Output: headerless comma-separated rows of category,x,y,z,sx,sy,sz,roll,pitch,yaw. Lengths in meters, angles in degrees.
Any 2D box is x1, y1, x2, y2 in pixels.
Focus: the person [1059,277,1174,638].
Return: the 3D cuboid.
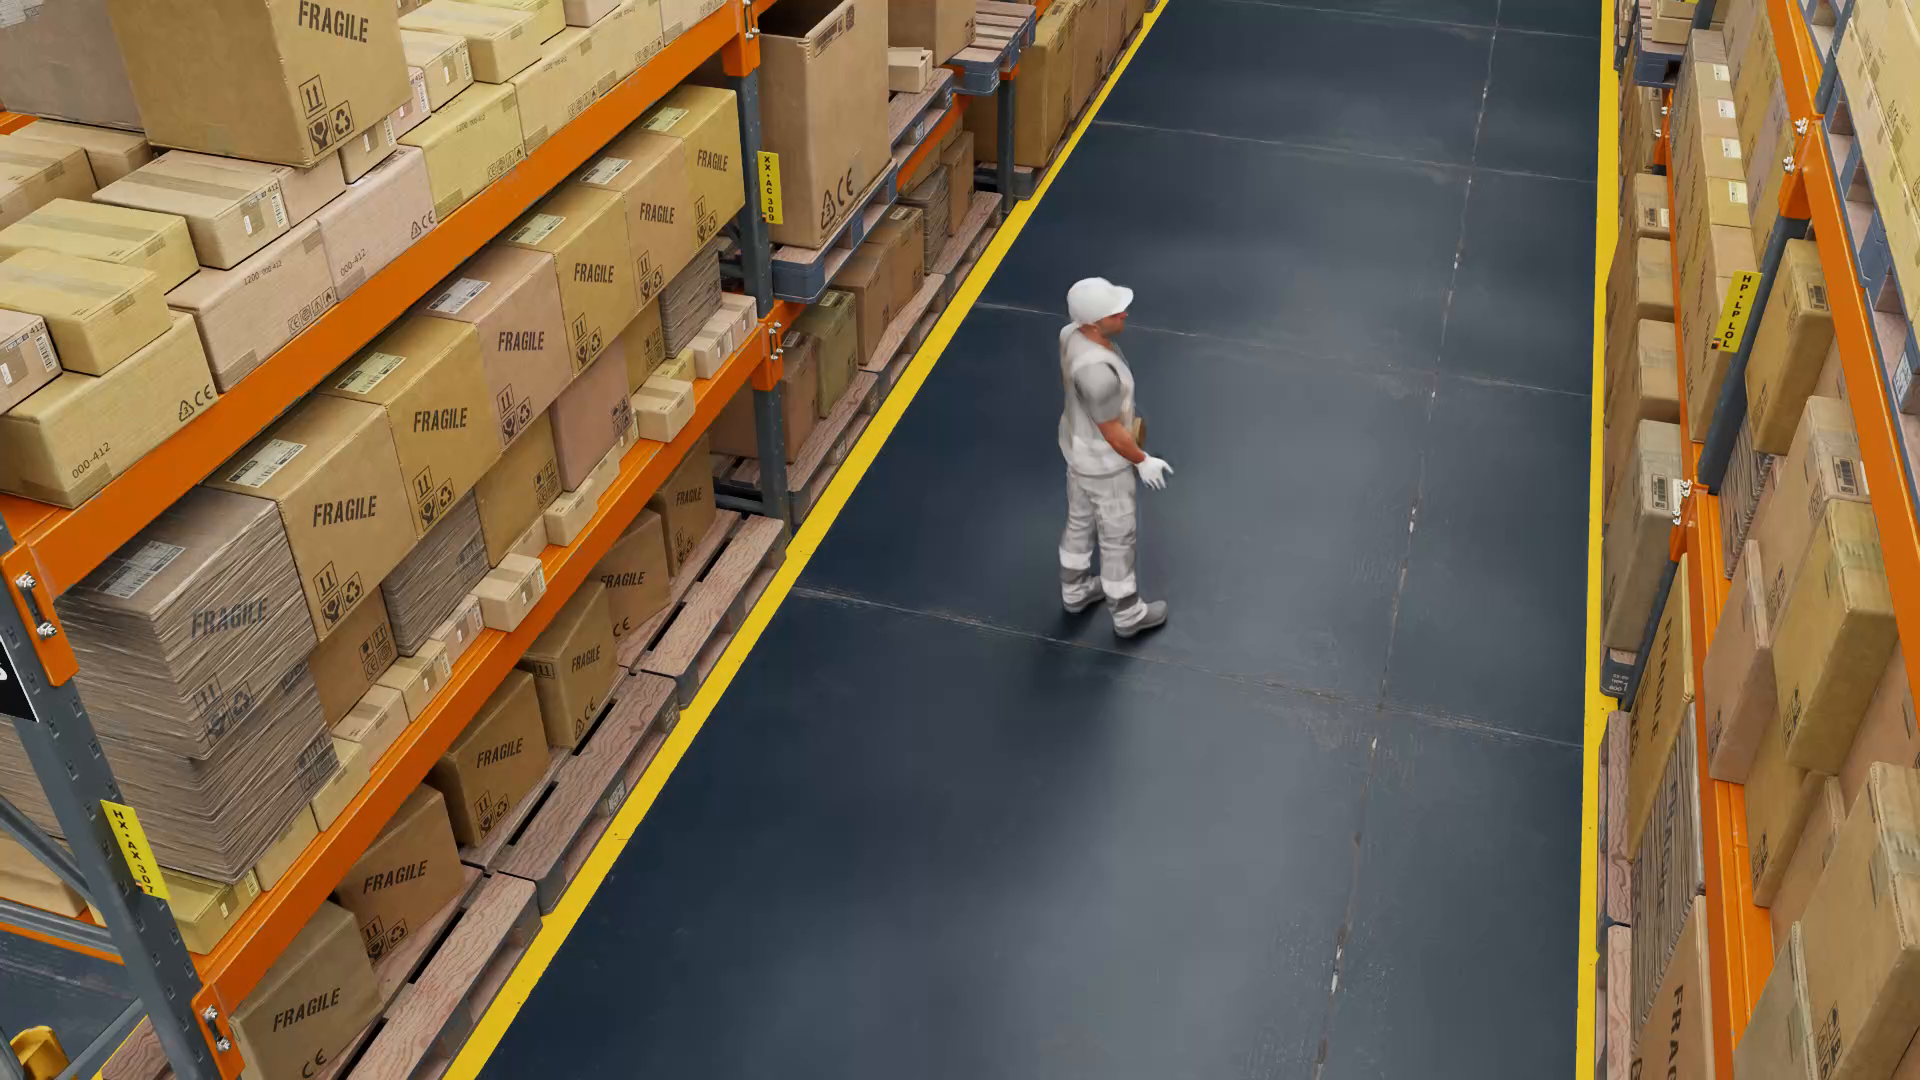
person,0.691,-0.388,7.367,0.552,1.794,0.531,-8,37,-10
